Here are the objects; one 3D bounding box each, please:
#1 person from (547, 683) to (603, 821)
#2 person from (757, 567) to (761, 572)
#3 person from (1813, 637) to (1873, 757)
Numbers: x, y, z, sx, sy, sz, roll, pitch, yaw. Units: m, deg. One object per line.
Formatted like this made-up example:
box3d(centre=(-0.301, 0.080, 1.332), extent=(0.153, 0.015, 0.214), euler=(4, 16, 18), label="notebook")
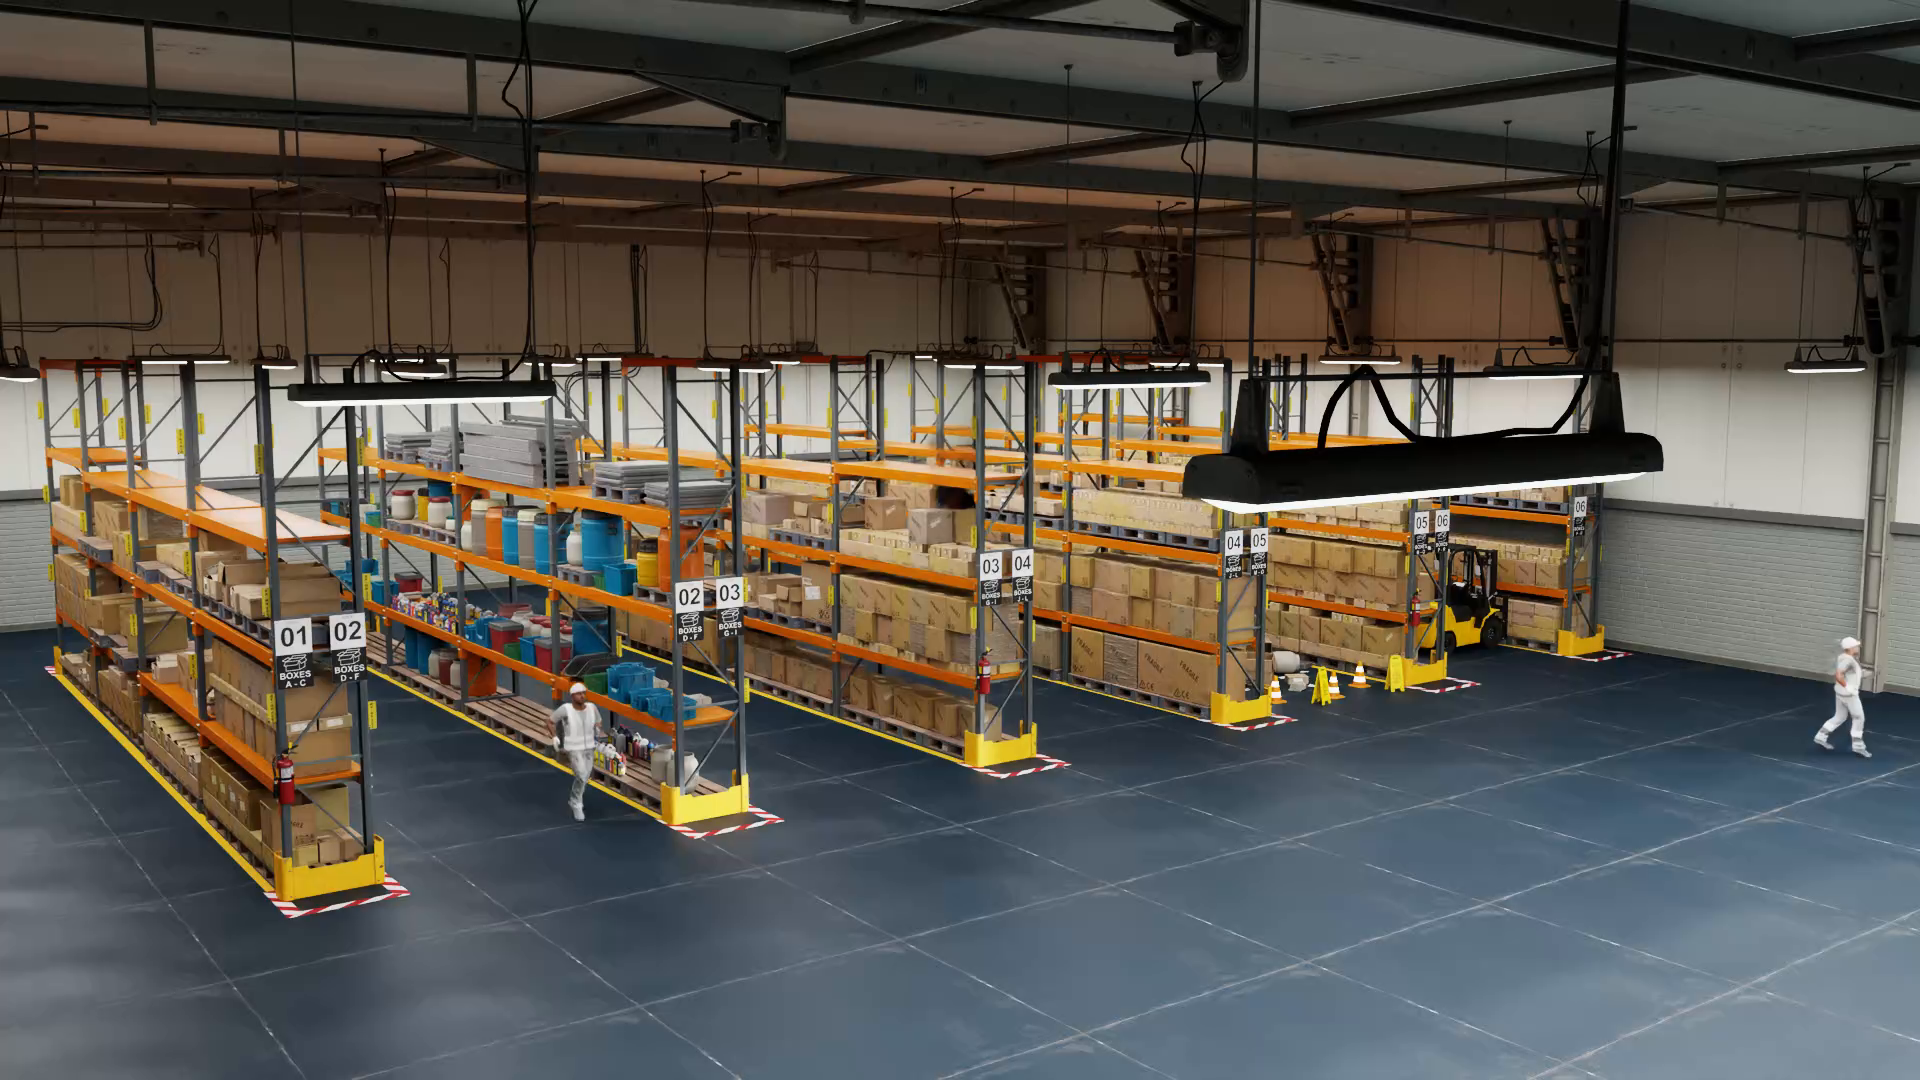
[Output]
box3d(centre=(-5.044, 2.804, 22.081), extent=(0.744, 1.824, 0.656), euler=(7, 10, 44), label="person")
box3d(centre=(-4.033, 1.357, 34.359), extent=(0.577, 1.681, 0.941), euler=(-6, 9, -41), label="person")
box3d(centre=(13.546, 2.388, 25.417), extent=(0.814, 1.824, 0.640), euler=(2, 7, 13), label="person")
